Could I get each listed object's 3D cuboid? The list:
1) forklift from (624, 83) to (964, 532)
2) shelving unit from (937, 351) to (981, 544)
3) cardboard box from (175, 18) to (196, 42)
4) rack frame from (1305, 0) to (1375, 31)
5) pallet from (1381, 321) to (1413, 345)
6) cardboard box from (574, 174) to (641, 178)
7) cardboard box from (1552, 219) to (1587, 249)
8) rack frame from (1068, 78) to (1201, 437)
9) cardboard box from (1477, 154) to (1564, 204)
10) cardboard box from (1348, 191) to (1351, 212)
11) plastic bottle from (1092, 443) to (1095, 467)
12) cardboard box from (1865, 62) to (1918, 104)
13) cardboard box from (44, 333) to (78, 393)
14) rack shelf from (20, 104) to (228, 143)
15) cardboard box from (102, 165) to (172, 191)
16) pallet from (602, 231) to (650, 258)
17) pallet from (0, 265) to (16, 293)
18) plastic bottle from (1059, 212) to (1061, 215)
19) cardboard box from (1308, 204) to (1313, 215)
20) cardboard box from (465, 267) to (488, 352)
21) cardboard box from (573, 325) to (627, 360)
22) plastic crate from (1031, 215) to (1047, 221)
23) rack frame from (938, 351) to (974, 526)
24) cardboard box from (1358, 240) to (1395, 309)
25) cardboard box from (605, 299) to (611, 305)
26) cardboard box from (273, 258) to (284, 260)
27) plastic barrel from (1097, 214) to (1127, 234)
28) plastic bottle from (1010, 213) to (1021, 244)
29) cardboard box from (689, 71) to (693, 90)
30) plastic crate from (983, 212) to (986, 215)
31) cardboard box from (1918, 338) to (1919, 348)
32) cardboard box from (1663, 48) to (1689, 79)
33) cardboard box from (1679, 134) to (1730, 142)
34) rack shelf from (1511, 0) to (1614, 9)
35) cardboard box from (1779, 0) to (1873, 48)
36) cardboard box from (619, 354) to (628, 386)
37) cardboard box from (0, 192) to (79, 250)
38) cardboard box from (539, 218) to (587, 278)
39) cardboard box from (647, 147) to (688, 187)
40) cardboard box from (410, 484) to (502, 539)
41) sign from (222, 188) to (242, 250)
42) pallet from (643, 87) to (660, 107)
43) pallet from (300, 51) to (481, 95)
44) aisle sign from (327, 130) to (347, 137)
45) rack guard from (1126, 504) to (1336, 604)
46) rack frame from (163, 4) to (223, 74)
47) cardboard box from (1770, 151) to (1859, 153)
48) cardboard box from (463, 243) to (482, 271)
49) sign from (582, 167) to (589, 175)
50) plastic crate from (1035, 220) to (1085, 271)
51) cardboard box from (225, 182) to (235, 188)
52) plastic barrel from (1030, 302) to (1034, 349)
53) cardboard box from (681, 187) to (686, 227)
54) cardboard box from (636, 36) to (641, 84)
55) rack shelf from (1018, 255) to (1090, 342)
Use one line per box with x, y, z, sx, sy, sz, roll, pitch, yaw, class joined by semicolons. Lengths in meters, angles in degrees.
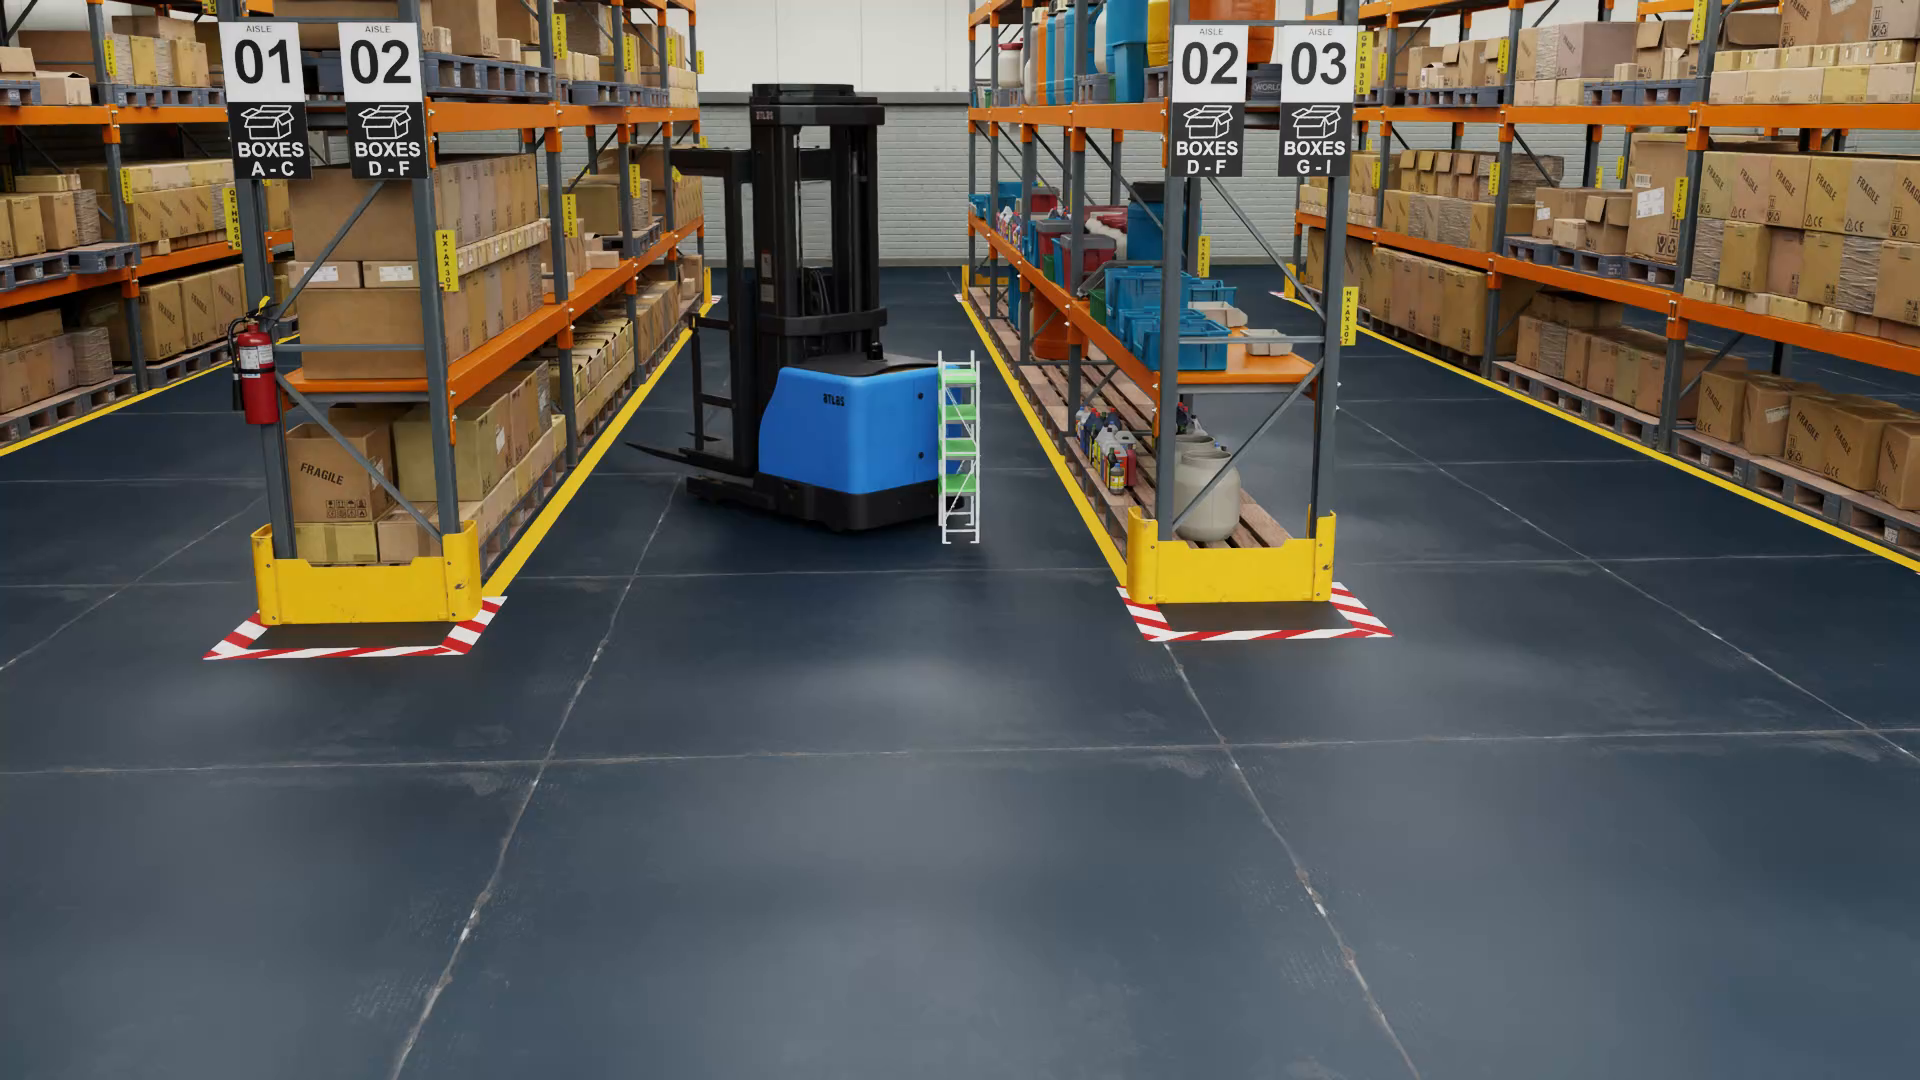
-1.360;-1.766;12.006;1.130;2.935;3.031;-14;20;-43;forklift
-0.010;-0.622;11.037;0.258;1.200;0.503;-1;14;-3;shelving unit
-9.081;-5.803;18.951;0.500;0.250;0.500;0;14;1;cardboard box
5.580;-8.076;24.355;1.000;3.000;0.127;-1;14;-3;rack frame
5.950;-2.635;20.842;1.003;0.211;1.213;-1;14;-3;pallet
-4.254;-4.154;20.109;0.700;0.500;0.500;-6;16;-22;cardboard box
5.949;-2.891;15.702;0.500;0.250;0.500;-1;14;-5;cardboard box
1.380;-2.110;13.206;1.000;3.000;0.127;-1;14;-3;rack frame
6.046;-3.897;17.940;0.797;0.503;0.637;0;14;-2;cardboard box
5.472;-4.609;22.622;0.500;0.250;0.500;-1;14;-2;cardboard box
1.021;-0.643;12.237;0.097;0.201;0.097;0;14;0;plastic bottle
6.230;-2.939;10.711;0.500;0.250;0.500;-1;14;-2;cardboard box
-8.744;-1.646;15.537;0.700;0.500;0.500;-1;14;-4;cardboard box
-8.880;-4.553;18.127;1.077;0.370;4.000;-1;14;-3;rack shelf
-8.561;-3.767;17.306;0.500;0.250;0.500;-1;14;-4;cardboard box
-3.924;-3.103;17.454;1.213;0.211;1.003;-1;14;-3;pallet
-8.411;-2.056;13.383;1.003;0.211;1.213;-1;14;-3;pallet
1.254;-3.855;20.240;0.152;0.276;0.135;-1;14;-3;plastic bottle
5.306;-4.828;24.275;0.380;0.149;0.250;-1;14;-5;cardboard box
-3.395;-1.458;10.473;0.700;0.500;0.500;-1;14;-3;cardboard box
-3.495;-1.917;16.006;0.500;0.311;0.500;-1;14;-4;cardboard box
0.998;-4.119;21.423;0.396;0.136;0.243;-1;14;-3;plastic crate
-0.025;-0.683;11.273;0.240;1.200;0.015;-1;14;-3;rack frame
5.866;-3.516;22.091;0.875;0.875;0.875;-1;14;-3;cardboard box
-4.136;-2.389;18.426;0.500;0.500;0.500;-1;14;-5;cardboard box
-9.204;-3.661;22.108;0.380;0.149;0.250;-1;14;-3;cardboard box
1.467;-2.707;15.254;0.433;0.535;0.433;0;14;0;plastic barrel
0.642;-3.499;18.705;0.144;0.351;0.185;-1;14;-3;plastic bottle
-3.990;-6.393;23.130;0.500;0.250;0.500;-1;14;-3;cardboard box
0.546;-4.269;22.031;0.437;0.125;0.590;-1;14;-3;plastic crate
6.265;-1.261;10.411;0.380;0.149;0.250;-1;14;-3;cardboard box
6.165;-4.009;13.997;0.396;0.266;0.258;0;14;-1;cardboard box
10.382;-5.401;23.195;0.500;0.500;0.500;-1;14;-5;cardboard box
6.199;-5.047;14.828;1.077;0.370;4.000;-1;14;-3;rack shelf
6.605;-3.965;12.598;0.500;0.500;0.500;-1;14;-5;cardboard box
-3.501;-1.645;16.077;0.500;0.250;0.500;-1;14;-4;cardboard box
-8.656;-2.958;15.418;0.700;0.500;0.500;-2;15;-9;cardboard box
-3.692;-2.660;15.145;0.500;0.500;0.500;-2;15;-6;cardboard box
-3.872;-4.934;21.976;0.500;0.500;0.500;-1;14;-5;cardboard box
-3.163;-0.172;10.351;0.500;0.250;0.500;-1;14;-3;cardboard box
-3.859;-1.710;8.853;0.100;0.325;0.005;-1;14;-3;sign
-4.022;-4.964;18.658;1.213;0.211;1.003;-1;14;-3;pallet
-3.335;-2.625;9.368;1.003;0.211;1.213;-1;14;-3;pallet
-8.957;-6.223;23.974;0.394;0.787;0.004;-1;14;-3;aisle sign
1.576;0.078;9.722;1.175;0.500;0.348;-1;14;-3;rack guard
-9.004;-6.852;19.597;1.000;3.000;0.127;-1;14;-3;rack frame
6.626;-2.755;12.911;0.500;0.500;0.500;-1;14;-3;cardboard box
-3.192;-1.760;10.343;0.380;0.149;0.250;-1;14;-5;cardboard box
-4.601;-4.433;20.497;0.100;0.325;0.005;-1;14;-3;sign
0.926;-2.729;15.484;0.402;0.464;0.583;-1;14;-3;plastic crate
-8.682;-3.911;19.369;0.500;0.500;0.500;-1;14;-3;cardboard box
0.960;-2.363;18.342;0.421;0.512;0.421;0;14;0;plastic barrel
-3.855;-4.330;21.637;0.500;0.500;0.500;-1;14;-2;cardboard box
-4.103;-5.650;19.703;0.600;0.600;0.600;-2;15;-9;cardboard box
1.256;-2.259;15.229;1.077;0.370;4.000;-1;14;-3;rack shelf
